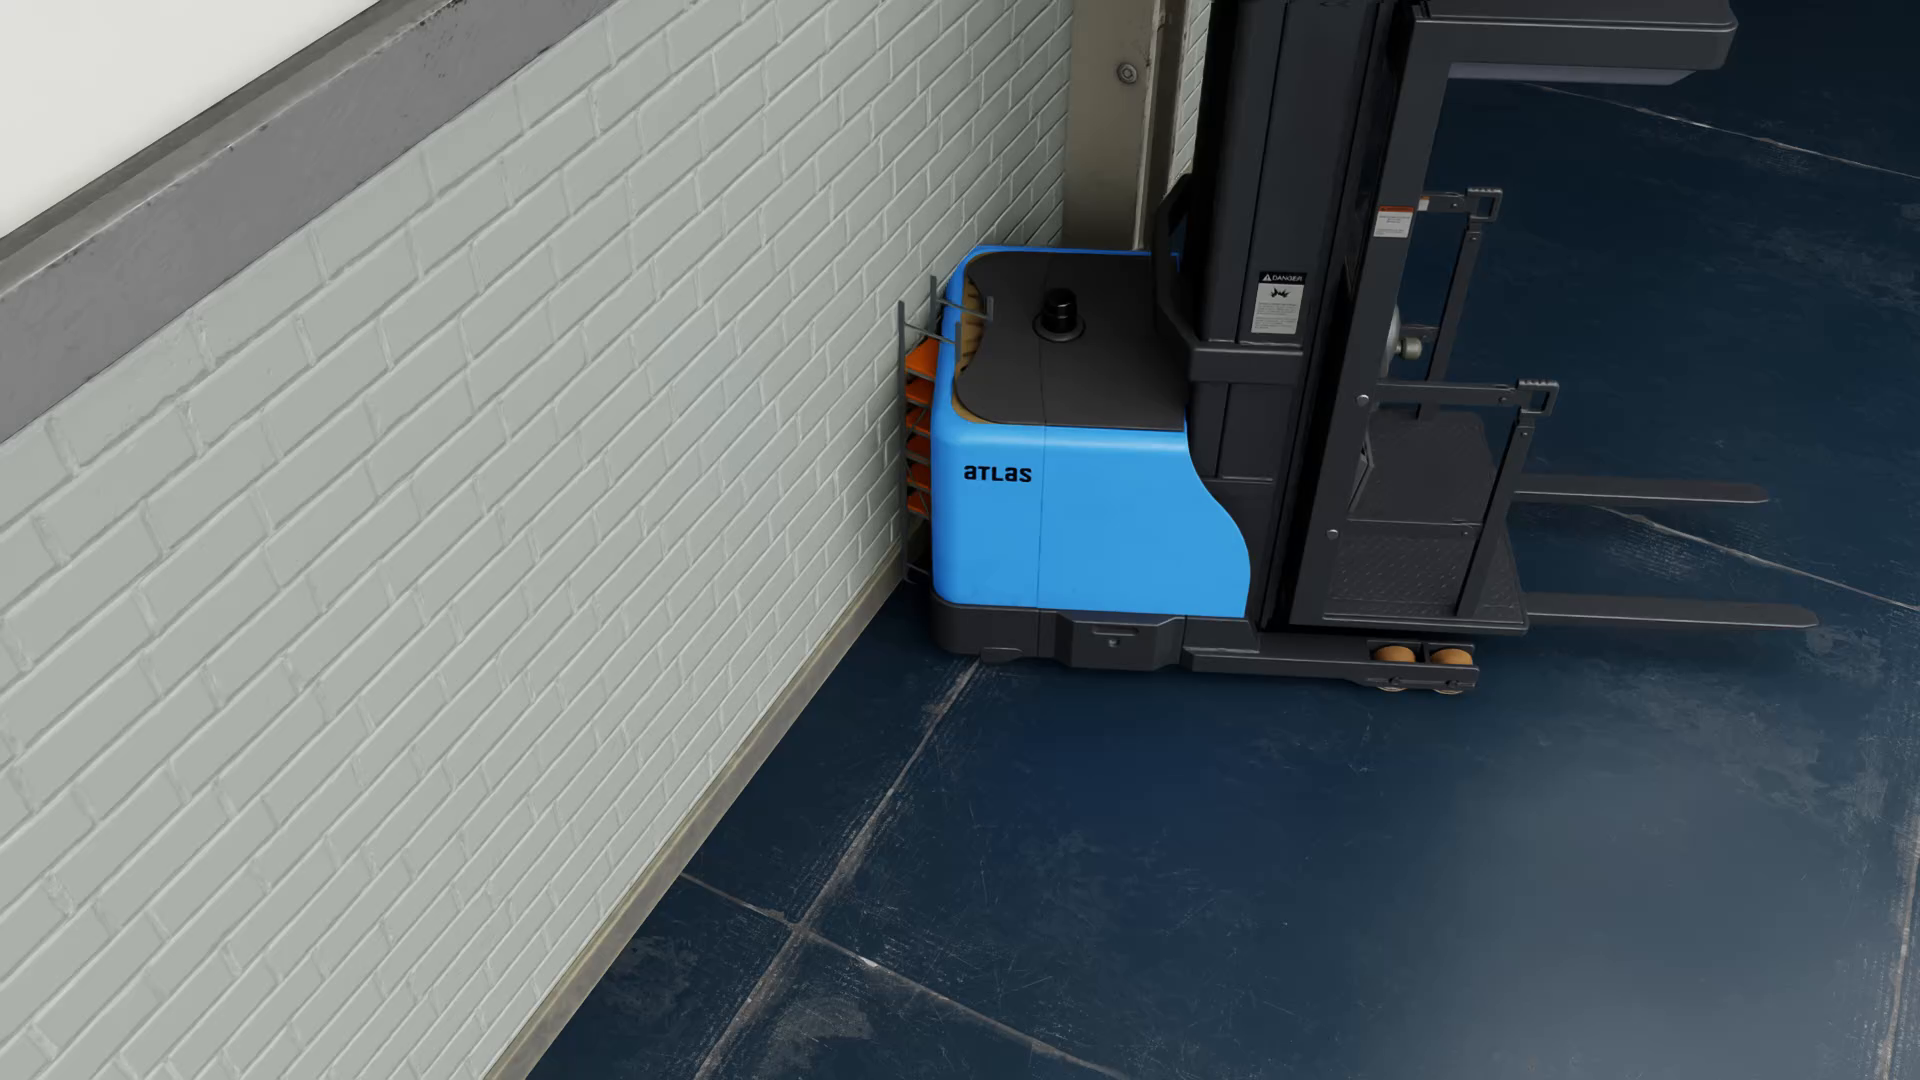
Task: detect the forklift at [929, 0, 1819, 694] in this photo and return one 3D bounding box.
[{"bbox_3d":[1.433,-0.893,5.072,3.031,2.935,1.130,3,45,3],"label":"forklift"}]

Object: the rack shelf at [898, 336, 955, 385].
[{"bbox_3d":[-0.048,-0.556,5.506,0.258,0.103,0.180,24,46,24],"label":"rack shelf"}]

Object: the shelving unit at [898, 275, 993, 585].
[{"bbox_3d":[-0.052,-0.317,5.712,0.258,1.200,0.189,24,46,24],"label":"shelving unit"}]

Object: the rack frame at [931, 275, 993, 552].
[{"bbox_3d":[-0.001,-0.367,5.771,0.240,1.200,0.006,24,46,24],"label":"rack frame"}]

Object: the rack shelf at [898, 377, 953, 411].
[{"bbox_3d":[-0.050,-0.465,5.585,0.258,0.103,0.180,24,46,24],"label":"rack shelf"}]

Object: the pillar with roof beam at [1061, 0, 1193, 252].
[{"bbox_3d":[4.432,-2.549,2.442,9.100,9.000,0.400,20,49,19],"label":"pillar with roof beam"}]

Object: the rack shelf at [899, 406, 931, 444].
[{"bbox_3d":[-0.051,-0.375,5.663,0.258,0.103,0.180,24,46,24],"label":"rack shelf"}]

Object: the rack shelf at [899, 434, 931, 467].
[{"bbox_3d":[-0.052,-0.284,5.741,0.258,0.103,0.180,24,46,24],"label":"rack shelf"}]

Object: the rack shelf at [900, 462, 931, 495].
[{"bbox_3d":[-0.054,-0.193,5.820,0.258,0.103,0.180,24,46,24],"label":"rack shelf"}]

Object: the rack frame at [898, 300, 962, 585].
[{"bbox_3d":[-0.102,-0.268,5.654,0.240,1.200,0.006,24,46,24],"label":"rack frame"}]

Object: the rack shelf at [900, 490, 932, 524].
[{"bbox_3d":[-0.055,-0.102,5.898,0.258,0.103,0.180,24,46,24],"label":"rack shelf"}]
